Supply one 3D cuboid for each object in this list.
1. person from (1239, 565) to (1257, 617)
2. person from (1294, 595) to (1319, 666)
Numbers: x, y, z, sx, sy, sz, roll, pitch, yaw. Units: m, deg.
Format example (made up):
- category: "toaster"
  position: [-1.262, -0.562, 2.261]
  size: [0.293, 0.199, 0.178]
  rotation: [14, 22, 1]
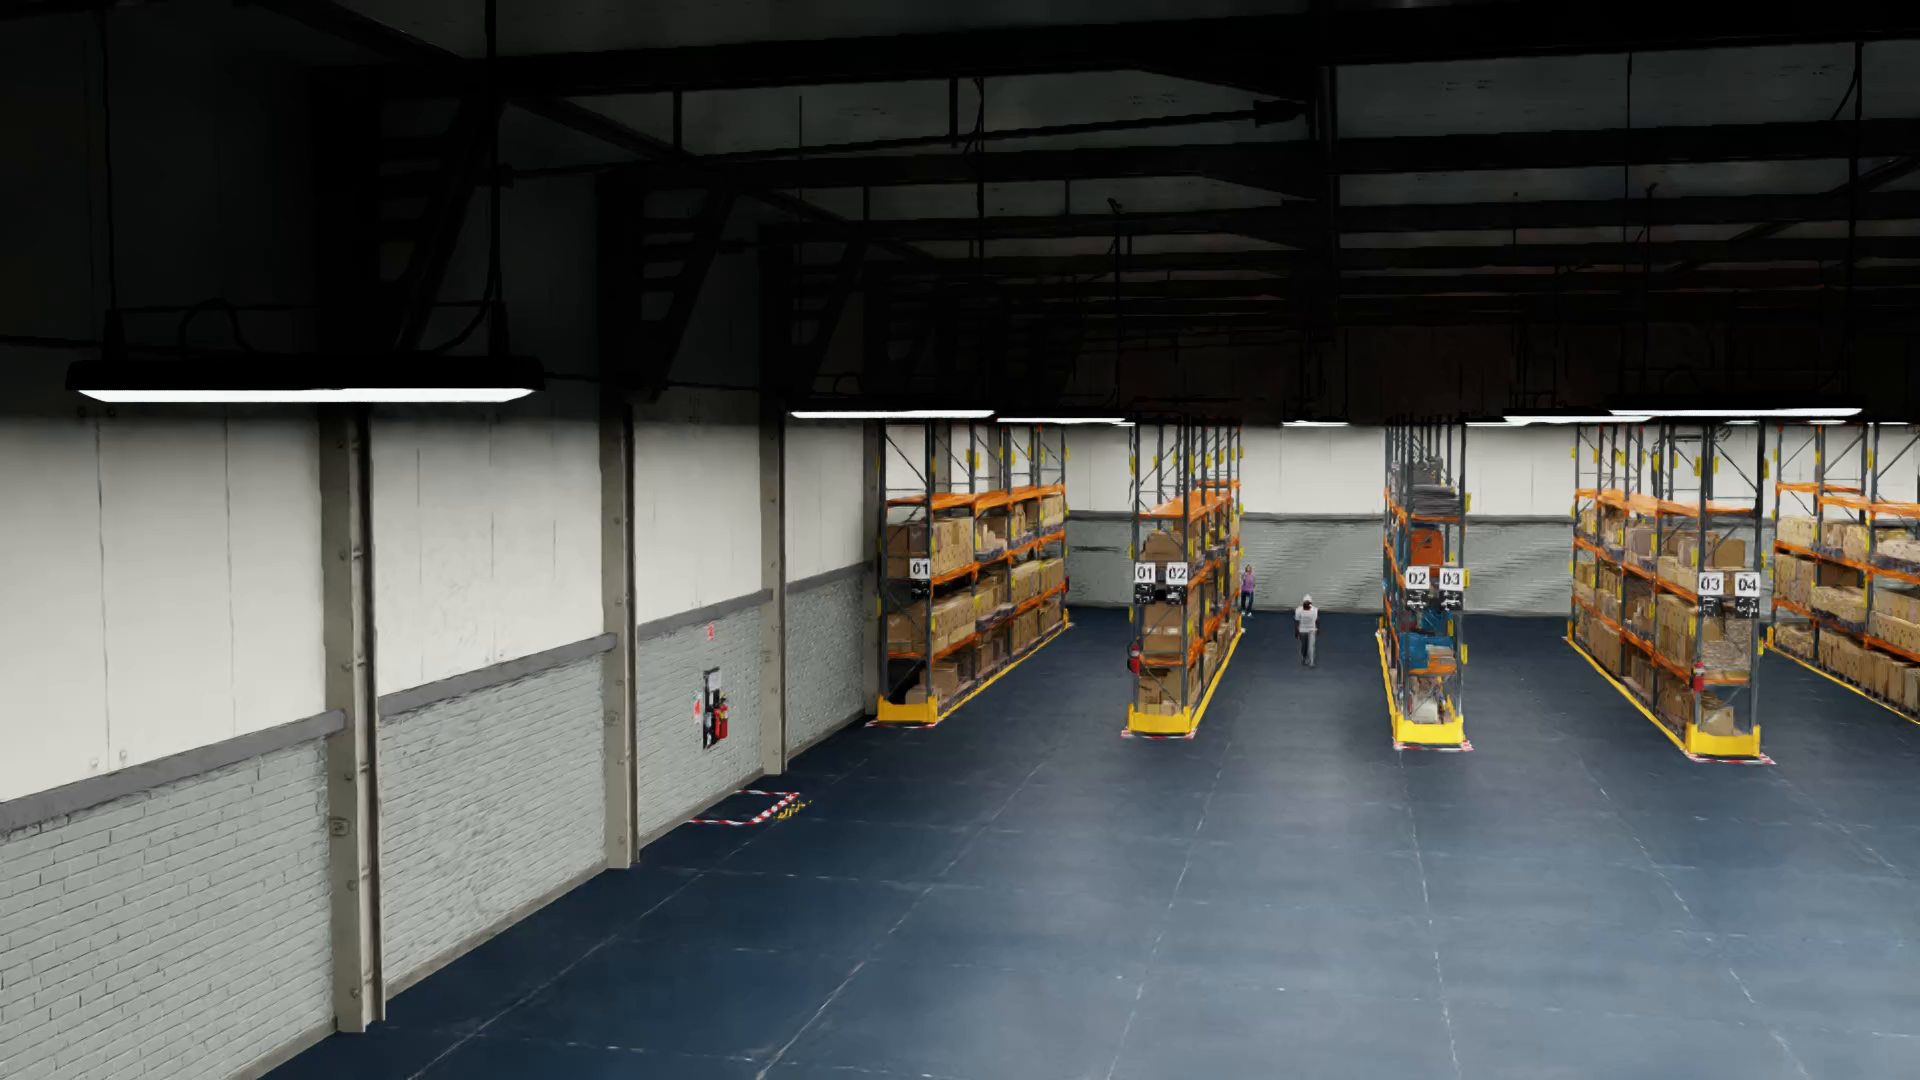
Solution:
- category: "person"
  position: [8.739, 1.525, 50.608]
  size: [0.537, 1.562, 0.615]
  rotation: [0, 4, 4]
- category: "person"
  position: [8.331, 2.157, 40.000]
  size: [0.579, 1.688, 1.108]
  rotation: [1, 4, 15]
